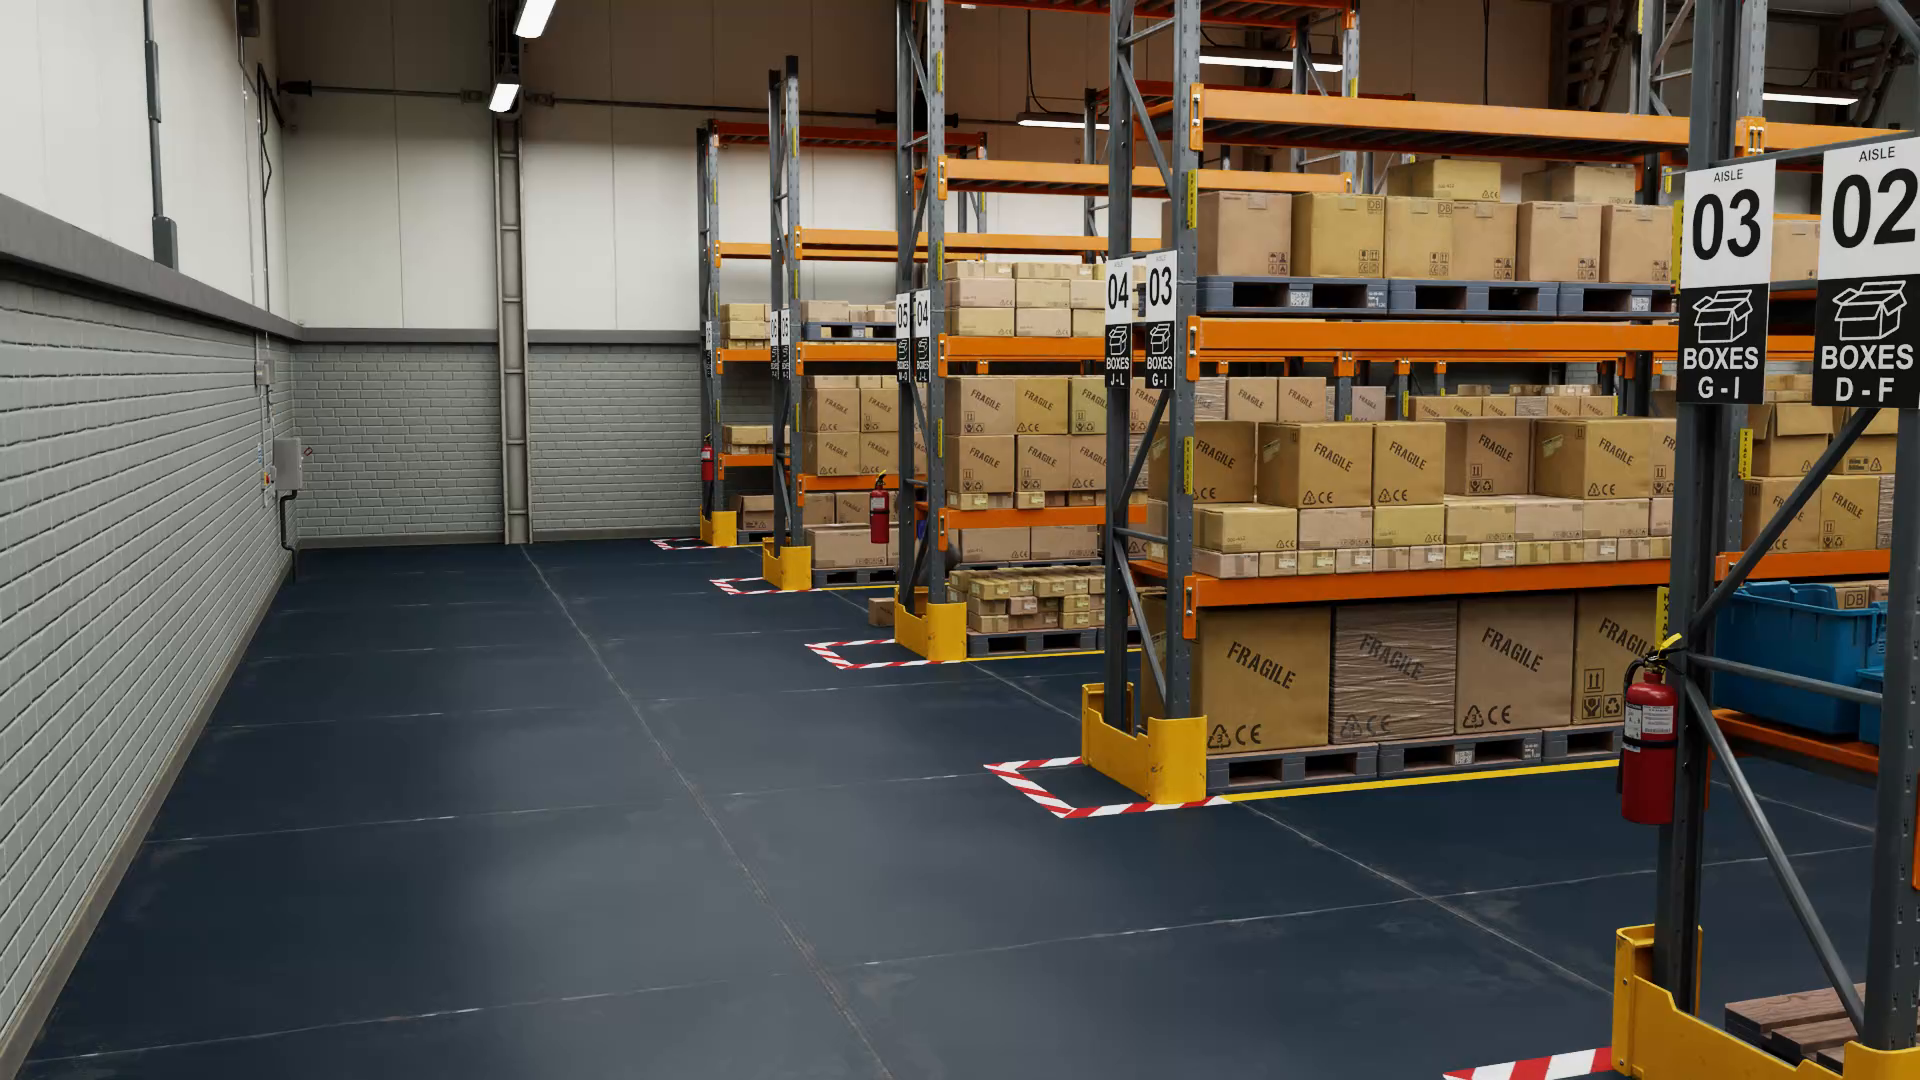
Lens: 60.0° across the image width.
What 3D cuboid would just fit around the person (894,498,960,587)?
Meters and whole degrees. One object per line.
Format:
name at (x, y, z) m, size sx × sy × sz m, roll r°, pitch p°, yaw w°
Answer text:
person at (-0.328, 0.200, 16.550) m, size 0.684 × 1.277 × 0.497 m, roll -2°, pitch 6°, yaw -19°
